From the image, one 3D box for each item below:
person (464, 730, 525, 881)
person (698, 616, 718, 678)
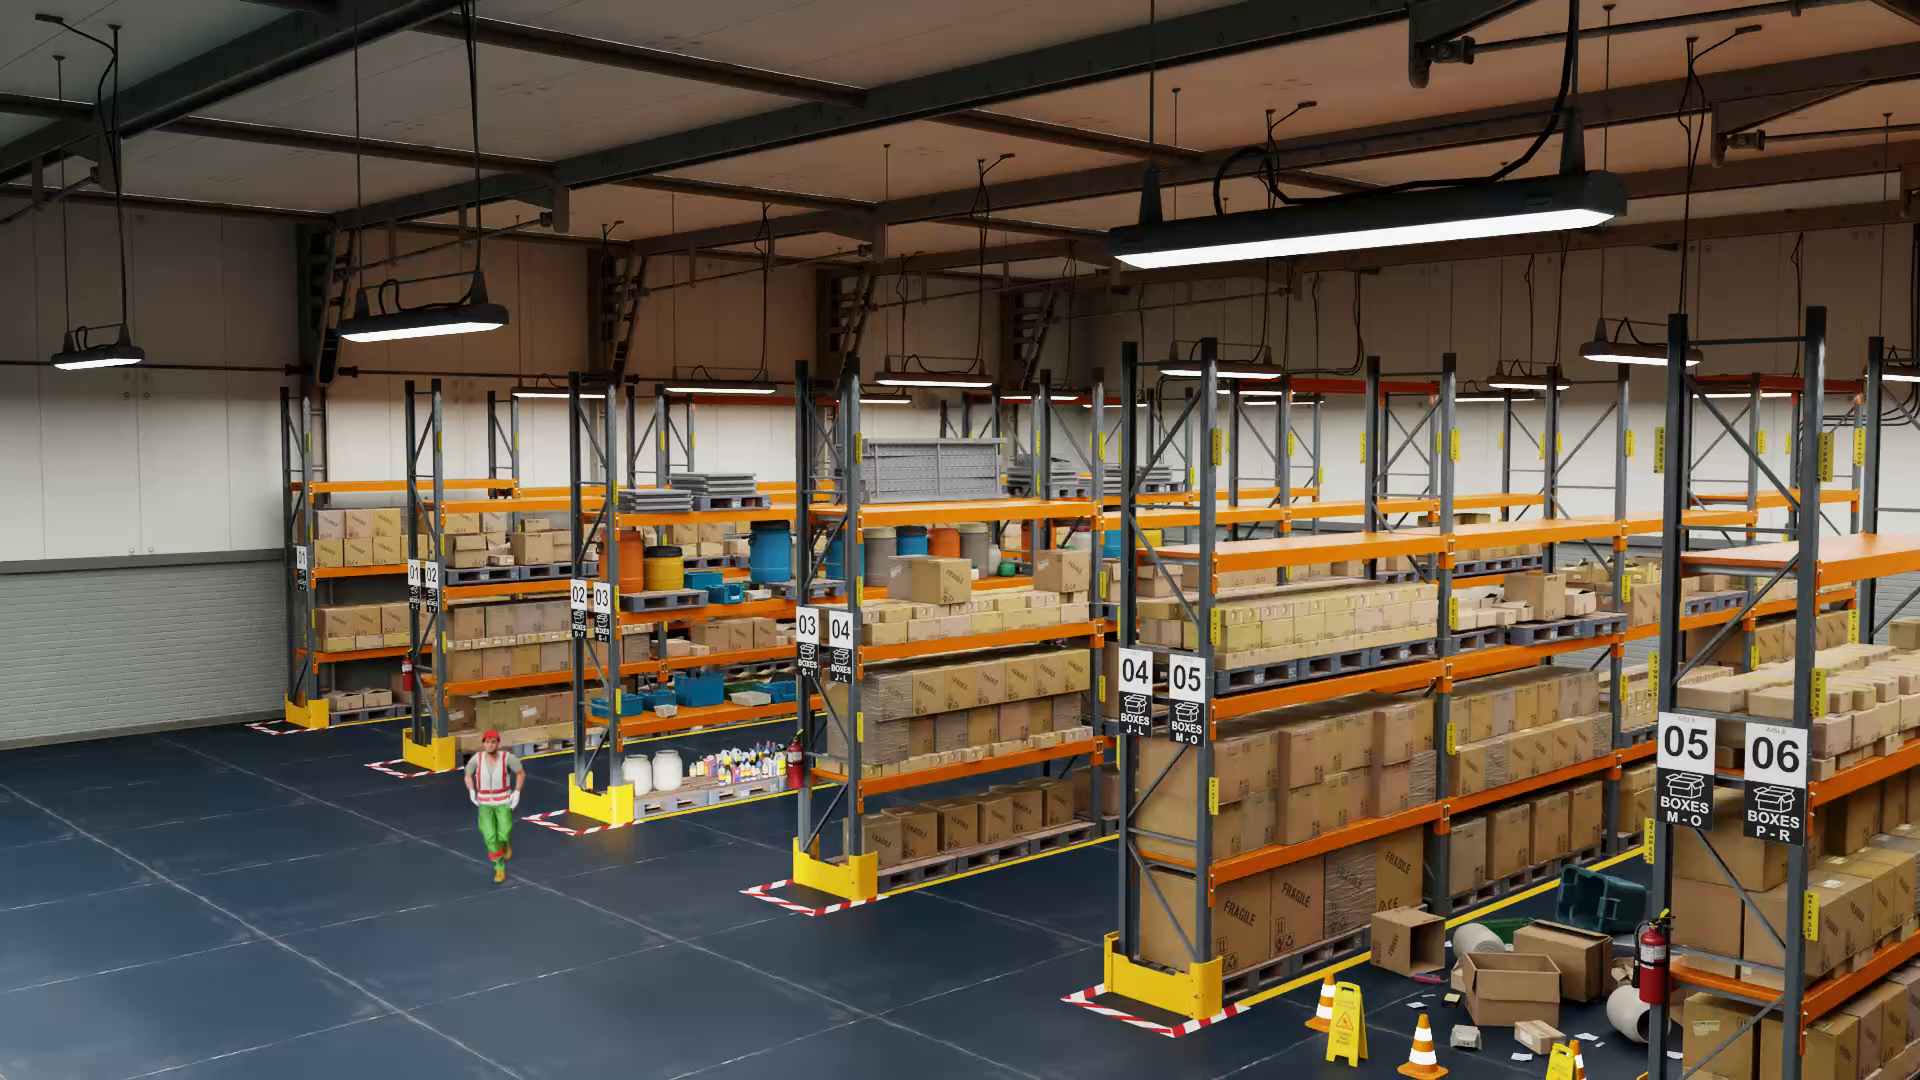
[{"bbox_3d":[-5.430,3.061,19.400,0.679,1.742,0.607,0,4,-8],"label":"person"},{"bbox_3d":[-4.810,2.269,32.393,0.720,1.678,0.590,-3,5,-42],"label":"person"}]
